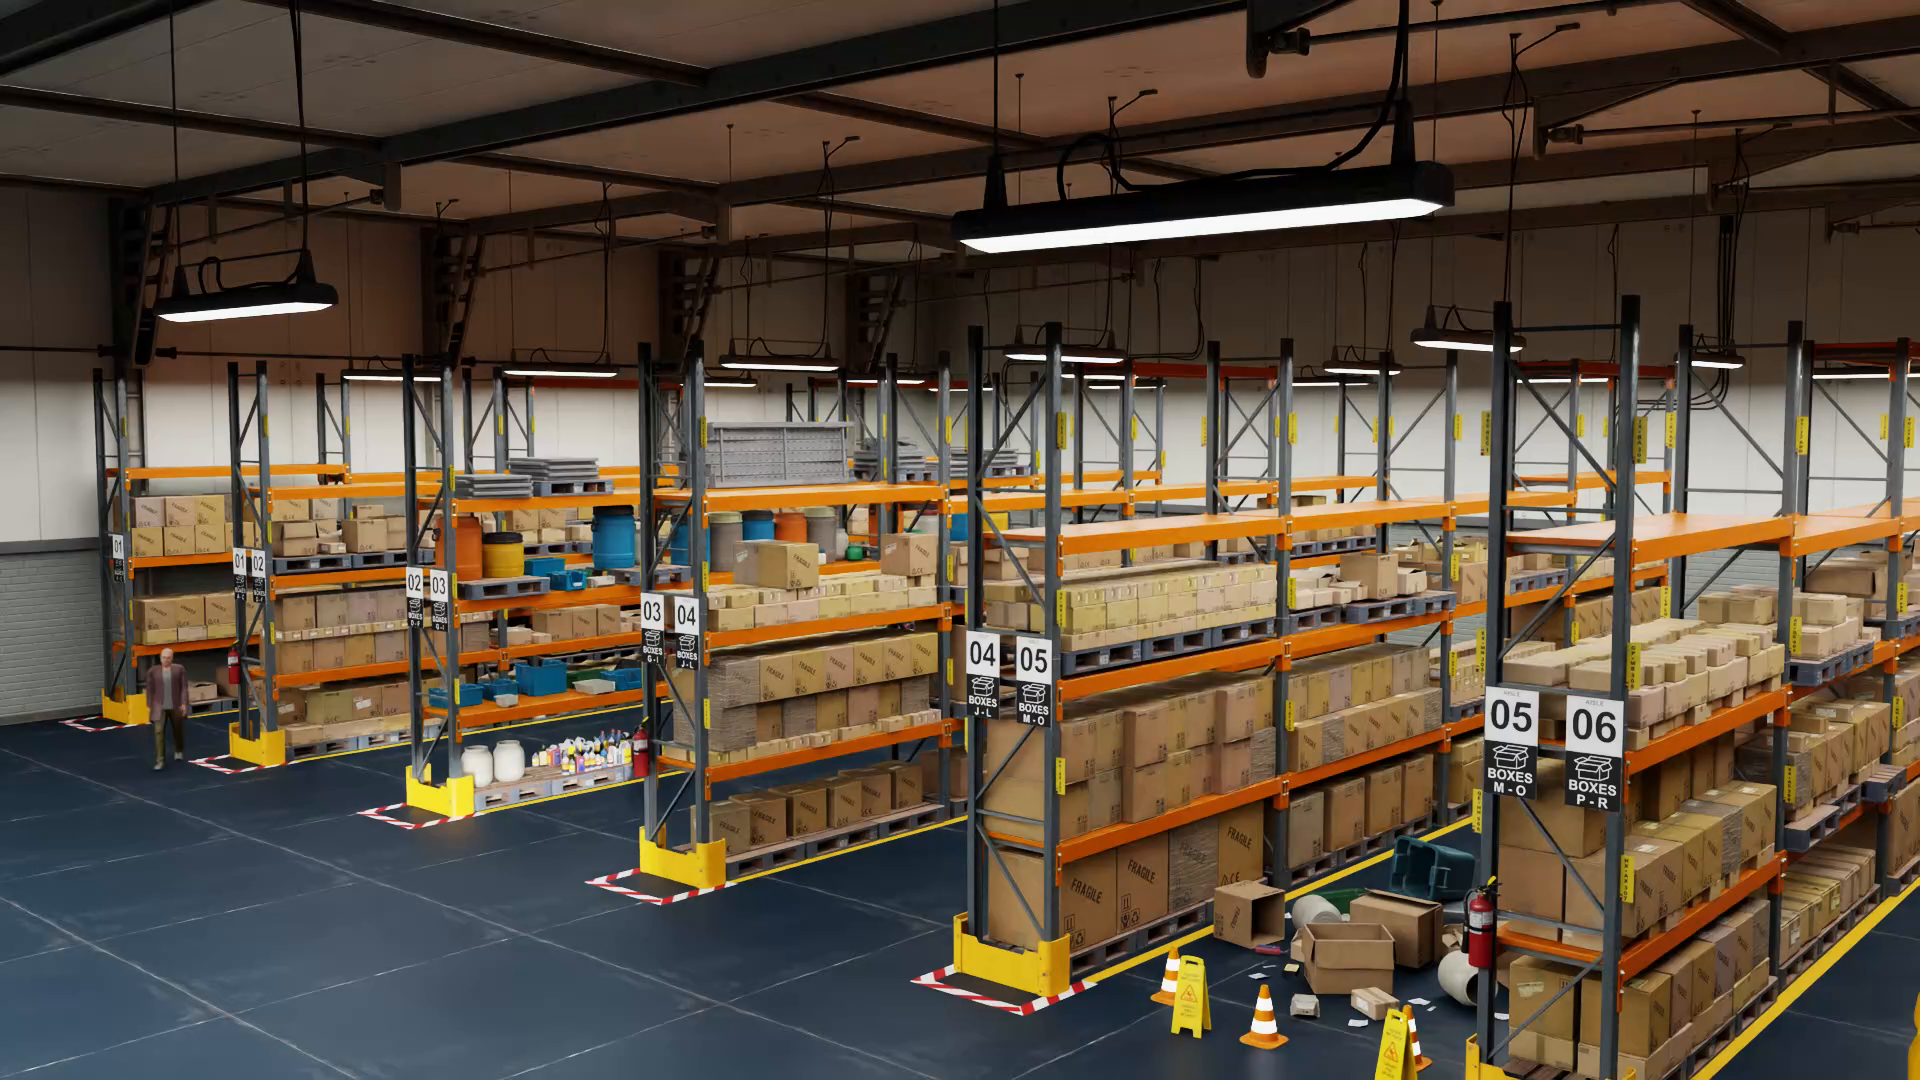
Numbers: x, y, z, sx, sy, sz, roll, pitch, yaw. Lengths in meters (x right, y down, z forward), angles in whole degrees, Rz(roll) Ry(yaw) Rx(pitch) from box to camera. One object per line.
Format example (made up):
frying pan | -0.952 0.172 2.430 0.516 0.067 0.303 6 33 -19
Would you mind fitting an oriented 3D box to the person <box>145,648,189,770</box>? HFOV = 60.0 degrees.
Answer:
person | -11.768 2.466 24.696 0.568 1.745 0.931 -3 5 -31
